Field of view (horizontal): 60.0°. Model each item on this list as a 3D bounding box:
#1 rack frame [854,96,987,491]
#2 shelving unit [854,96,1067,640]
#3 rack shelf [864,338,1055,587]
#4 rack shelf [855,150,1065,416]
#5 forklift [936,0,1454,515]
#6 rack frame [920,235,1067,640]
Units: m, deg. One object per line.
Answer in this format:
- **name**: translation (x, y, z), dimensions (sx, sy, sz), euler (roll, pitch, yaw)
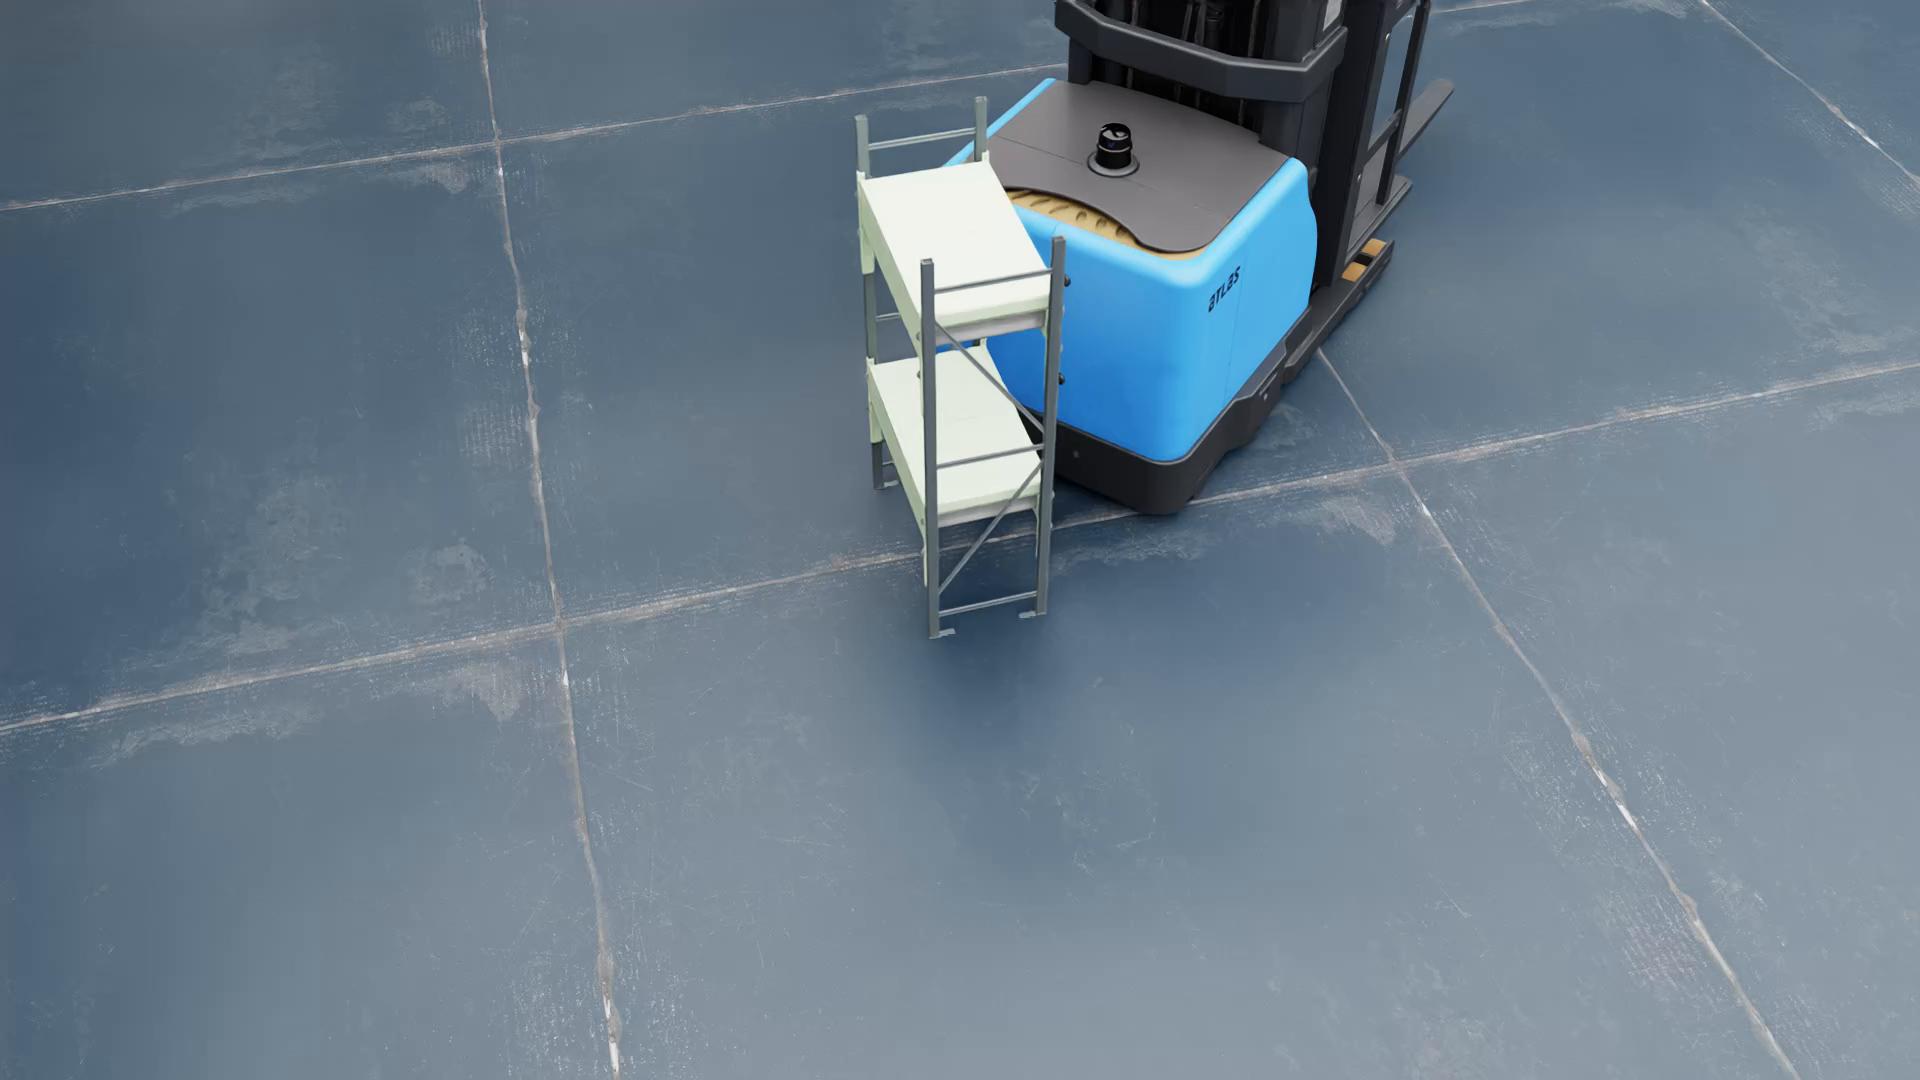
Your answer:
- **rack frame**: translation (-0.114, -0.747, 5.432), dimensions (0.400, 1.500, 0.023), euler (-12, 47, -11)
- **shelving unit**: translation (-0.013, -0.496, 5.186), dimensions (0.431, 1.500, 0.755), euler (-12, 47, -11)
- **rack shelf**: translation (-0.013, -0.268, 5.419), dimensions (0.431, 0.370, 0.720), euler (-12, 47, -11)
- **rack shelf**: translation (-0.013, -0.769, 4.907), dimensions (0.431, 0.370, 0.720), euler (-12, 47, -11)
- **forklift**: translation (1.106, -2.142, 5.797), dimensions (1.130, 2.935, 3.031), euler (25, 51, 22)
- **rack frame**: translation (0.089, -0.245, 4.940), dimensions (0.400, 1.500, 0.023), euler (-12, 47, -11)
